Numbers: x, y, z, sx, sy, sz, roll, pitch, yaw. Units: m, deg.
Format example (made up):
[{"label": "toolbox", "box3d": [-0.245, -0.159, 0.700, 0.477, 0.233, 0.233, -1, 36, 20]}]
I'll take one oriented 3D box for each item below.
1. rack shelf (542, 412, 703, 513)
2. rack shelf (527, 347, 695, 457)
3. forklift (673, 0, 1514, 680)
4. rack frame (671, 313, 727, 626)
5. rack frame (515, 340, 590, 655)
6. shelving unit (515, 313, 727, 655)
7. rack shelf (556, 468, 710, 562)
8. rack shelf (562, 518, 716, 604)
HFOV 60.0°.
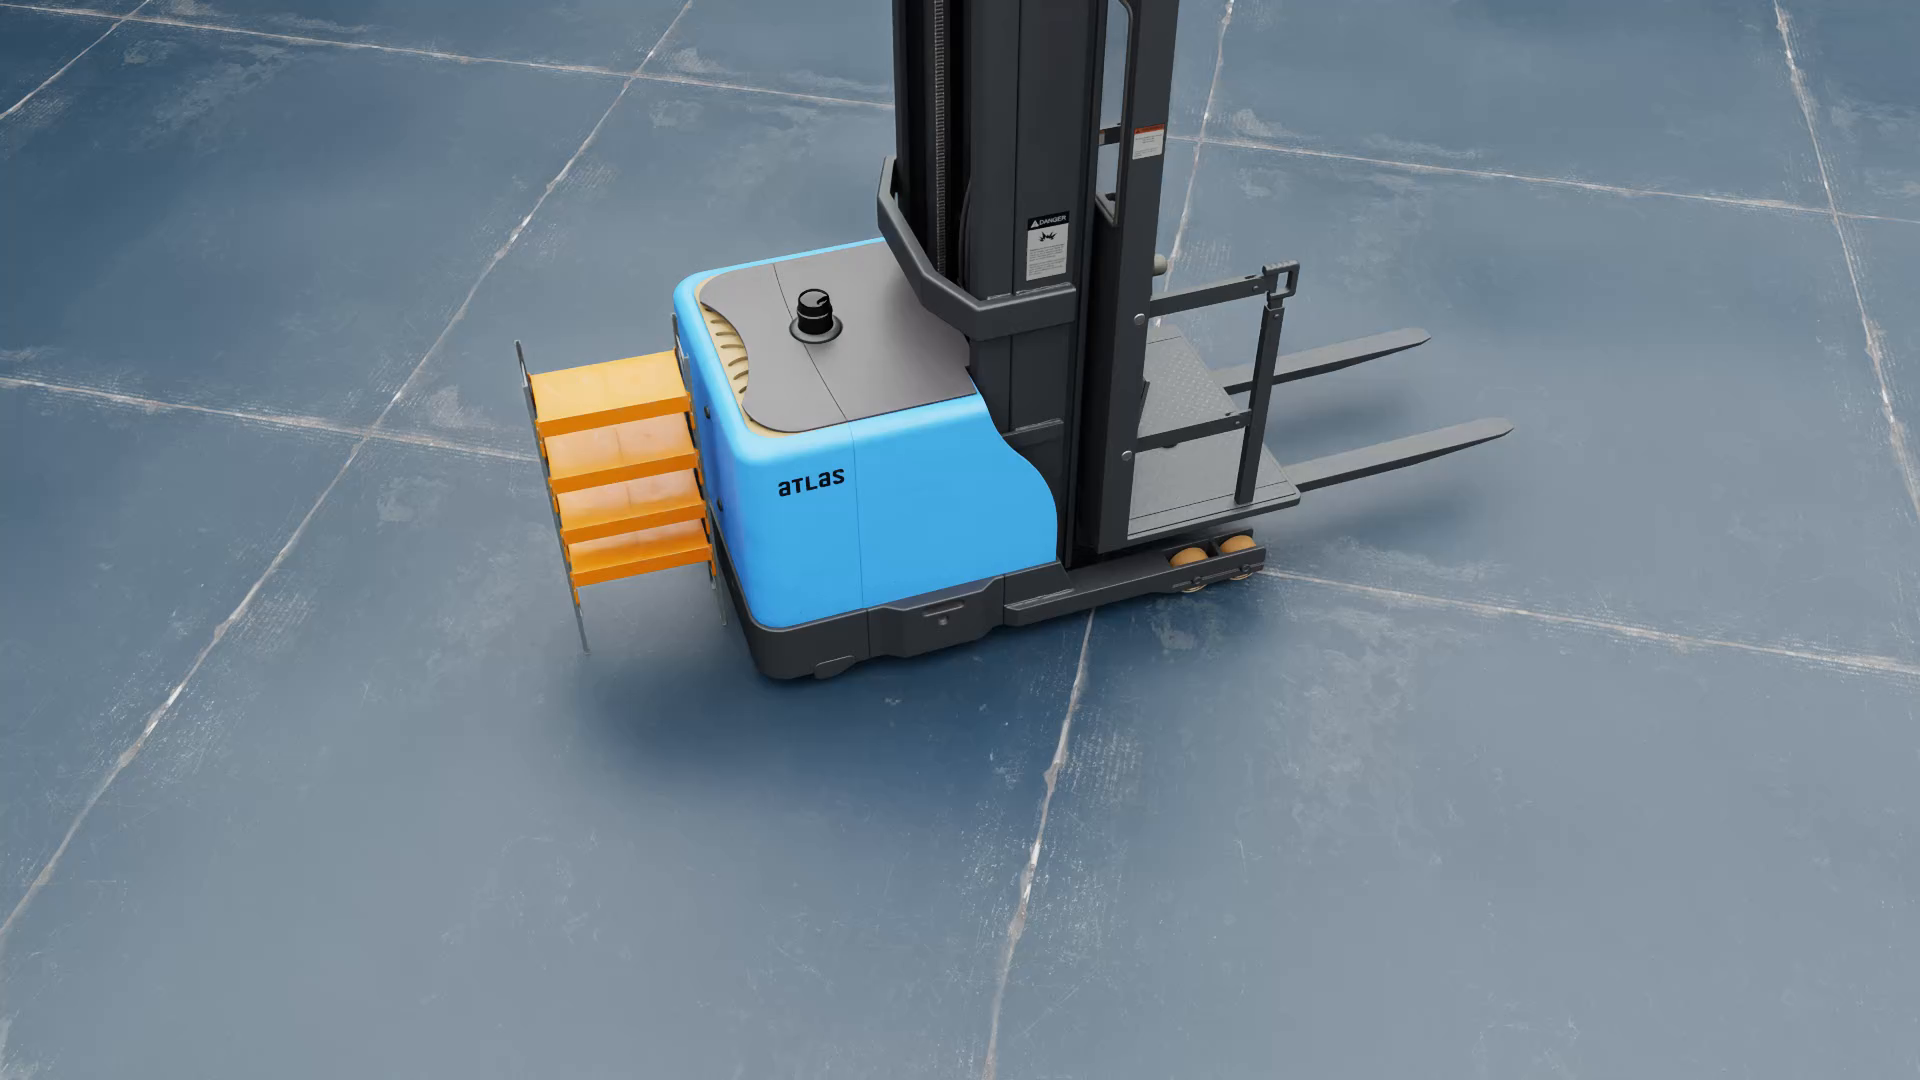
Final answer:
[{"label": "rack shelf", "box3d": [-1.108, -0.270, 5.440, 0.480, 0.148, 0.258, -12, 45, -12]}, {"label": "rack shelf", "box3d": [-1.108, -0.441, 5.276, 0.480, 0.148, 0.258, -12, 45, -12]}, {"label": "forklift", "box3d": [0.589, -1.198, 5.382, 3.031, 2.935, 1.130, -14, 46, -14]}, {"label": "rack frame", "box3d": [-0.874, -0.206, 5.599, 0.015, 1.200, 0.240, -12, 45, -12]}, {"label": "rack frame", "box3d": [-1.341, -0.109, 5.498, 0.015, 1.200, 0.240, -12, 45, -12]}, {"label": "shelving unit", "box3d": [-1.108, -0.157, 5.548, 0.503, 1.200, 0.258, -12, 45, -12]}, {"label": "rack shelf", "box3d": [-1.108, -0.109, 5.595, 0.480, 0.148, 0.258, -12, 45, -12]}, {"label": "rack shelf", "box3d": [-1.108, 0.034, 5.733, 0.480, 0.148, 0.258, -12, 45, -12]}]
